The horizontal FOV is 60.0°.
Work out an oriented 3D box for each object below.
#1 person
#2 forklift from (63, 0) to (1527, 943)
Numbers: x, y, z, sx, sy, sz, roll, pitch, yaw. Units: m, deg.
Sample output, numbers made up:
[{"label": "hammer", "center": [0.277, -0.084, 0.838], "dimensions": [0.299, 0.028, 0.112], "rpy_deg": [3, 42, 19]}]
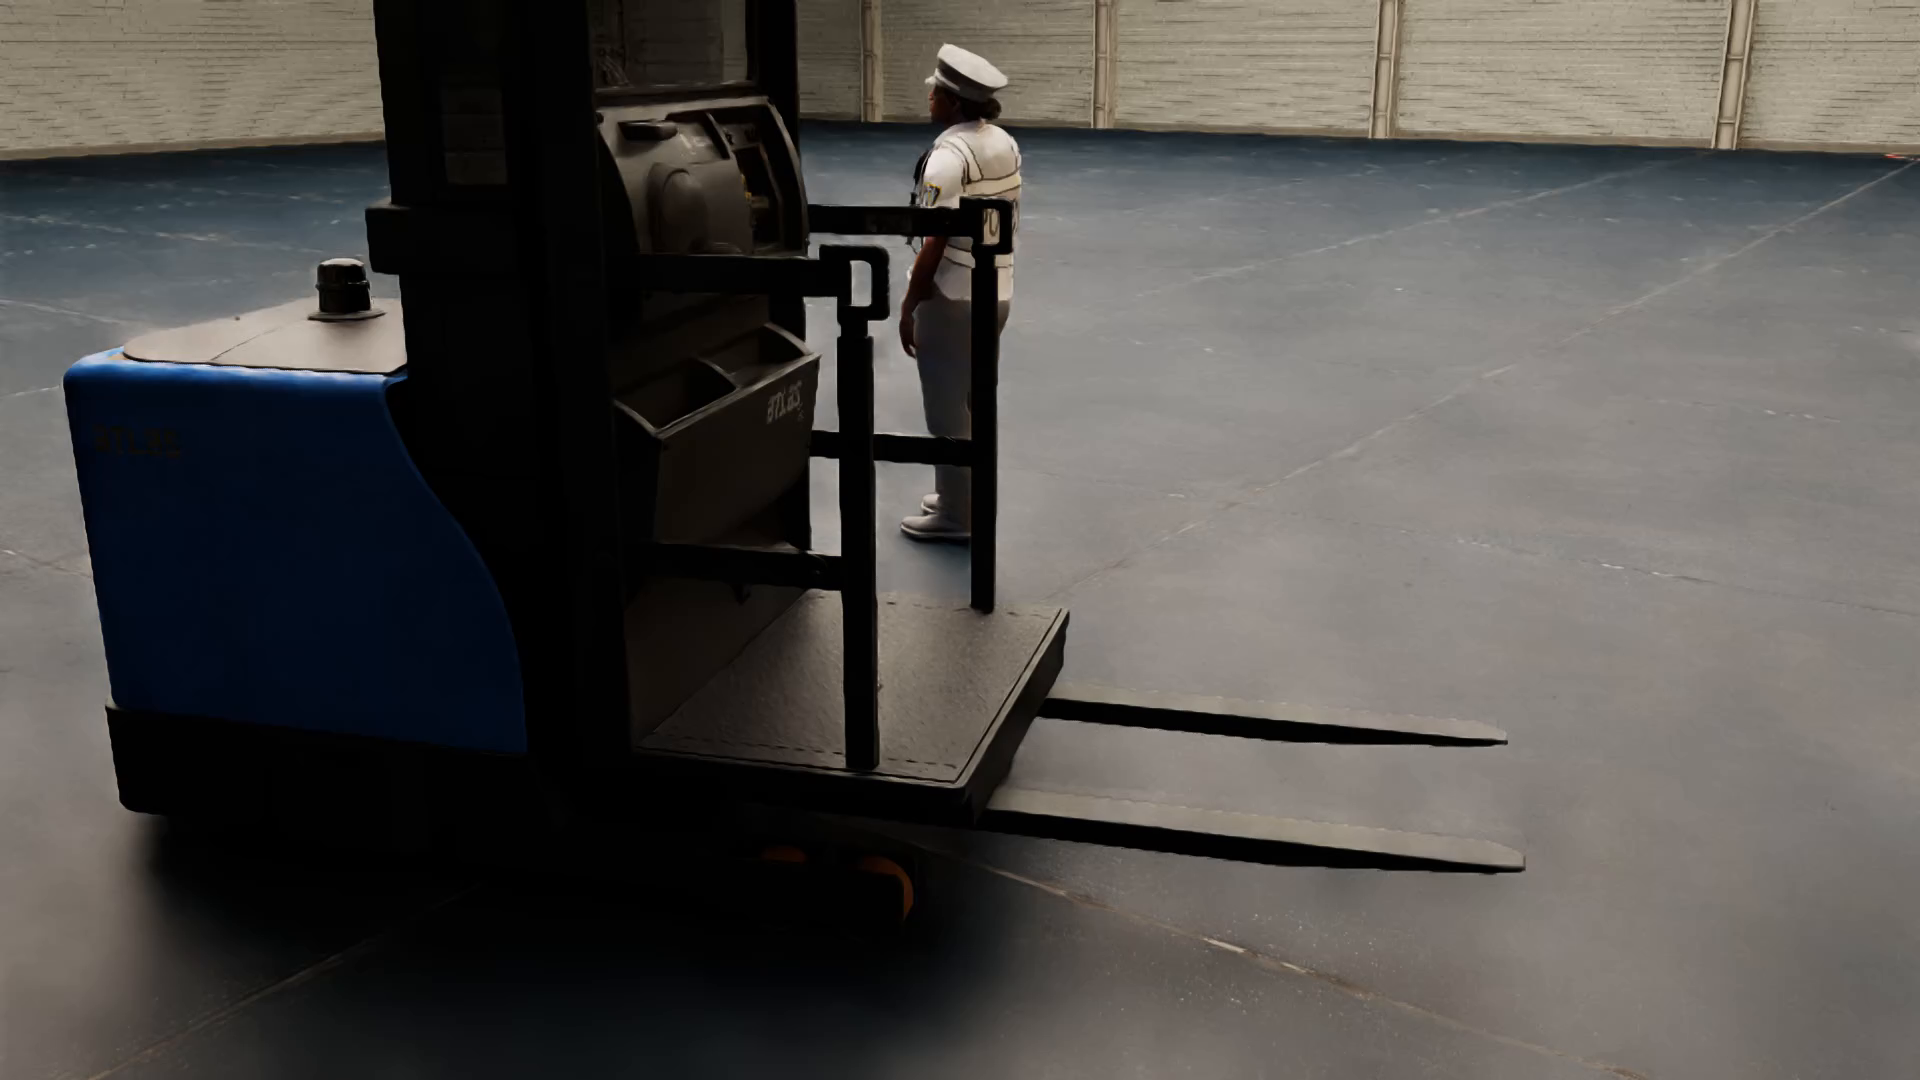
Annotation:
[{"label": "person", "center": [-0.050, -0.836, 5.760], "dimensions": [0.530, 1.695, 0.570], "rpy_deg": [11, 20, 33]}, {"label": "forklift", "center": [-0.322, -0.777, 3.430], "dimensions": [3.031, 2.935, 1.130], "rpy_deg": [4, 17, 14]}]
